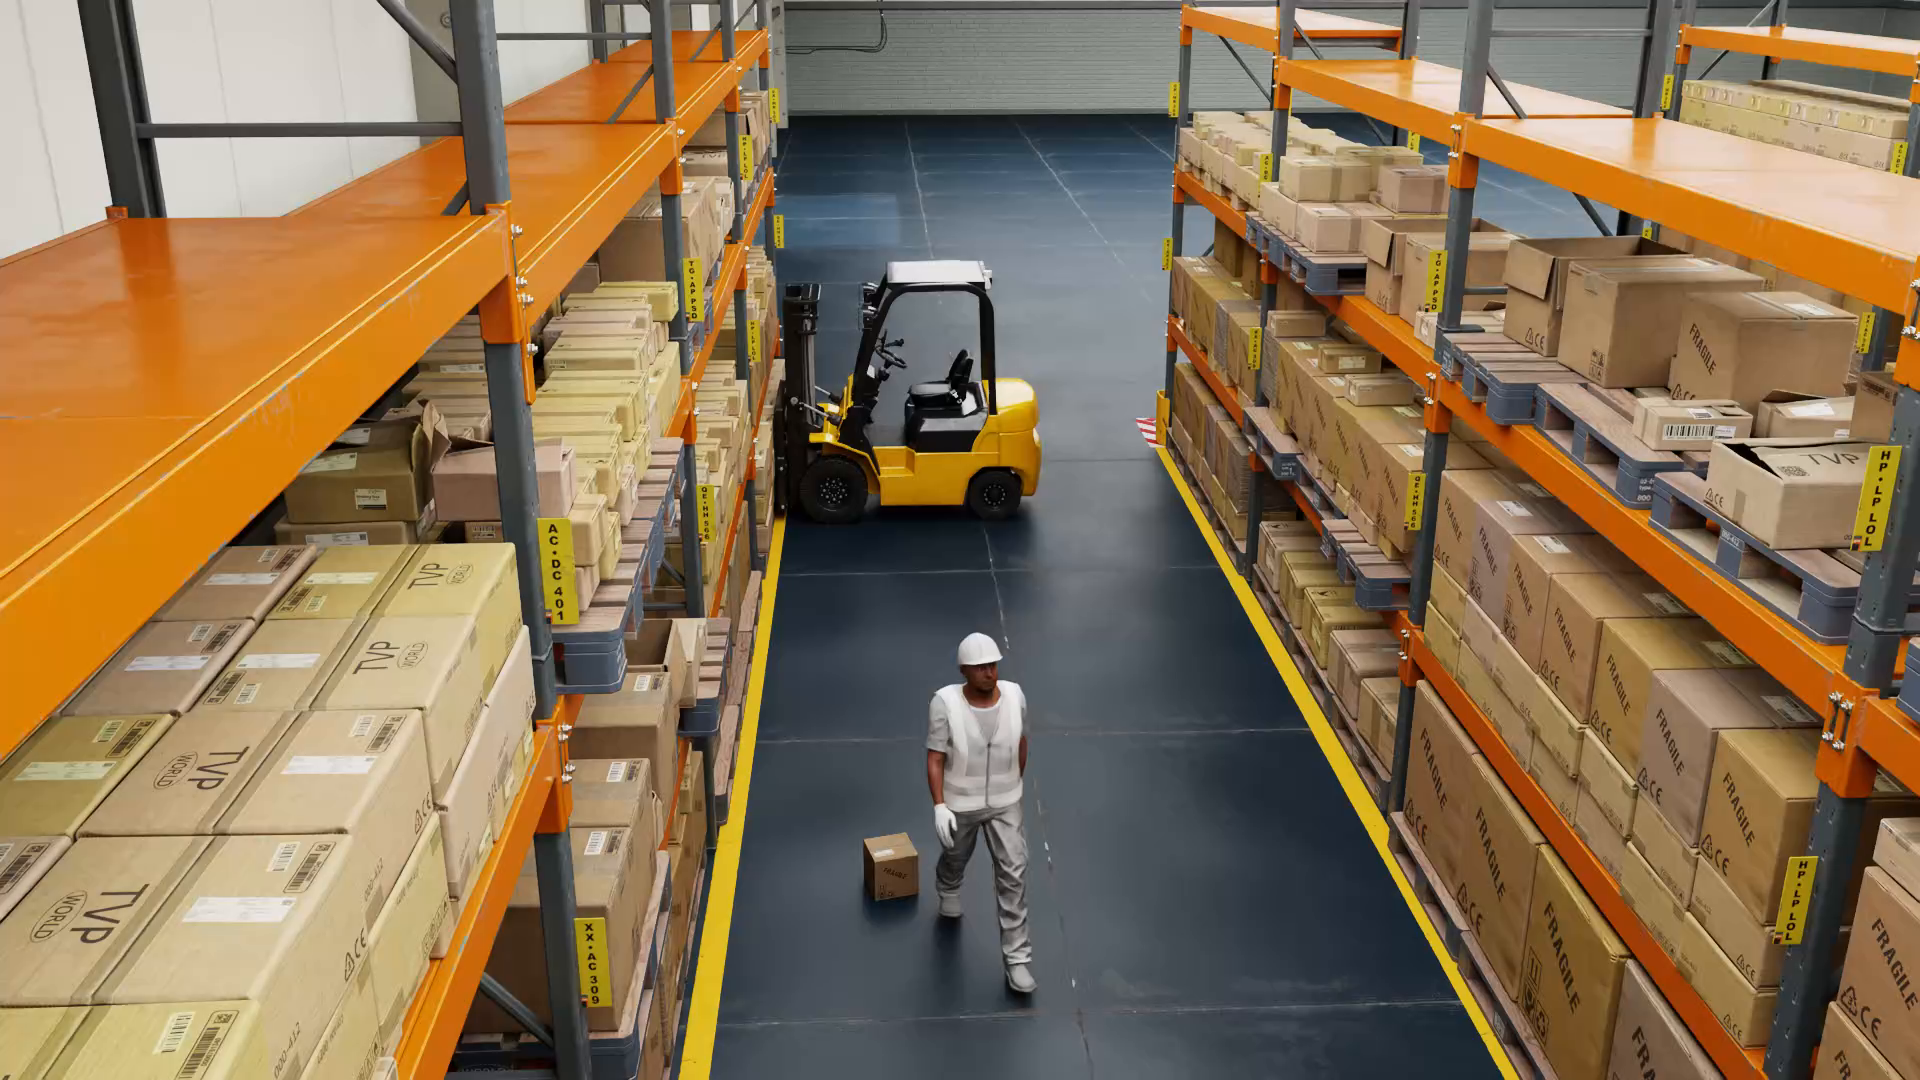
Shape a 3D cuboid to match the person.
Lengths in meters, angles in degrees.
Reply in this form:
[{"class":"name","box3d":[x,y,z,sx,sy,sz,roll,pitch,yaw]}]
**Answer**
[{"class":"person","box3d":[0.108,1.314,8.337,0.551,1.741,1.024,-4,21,-12]}]
